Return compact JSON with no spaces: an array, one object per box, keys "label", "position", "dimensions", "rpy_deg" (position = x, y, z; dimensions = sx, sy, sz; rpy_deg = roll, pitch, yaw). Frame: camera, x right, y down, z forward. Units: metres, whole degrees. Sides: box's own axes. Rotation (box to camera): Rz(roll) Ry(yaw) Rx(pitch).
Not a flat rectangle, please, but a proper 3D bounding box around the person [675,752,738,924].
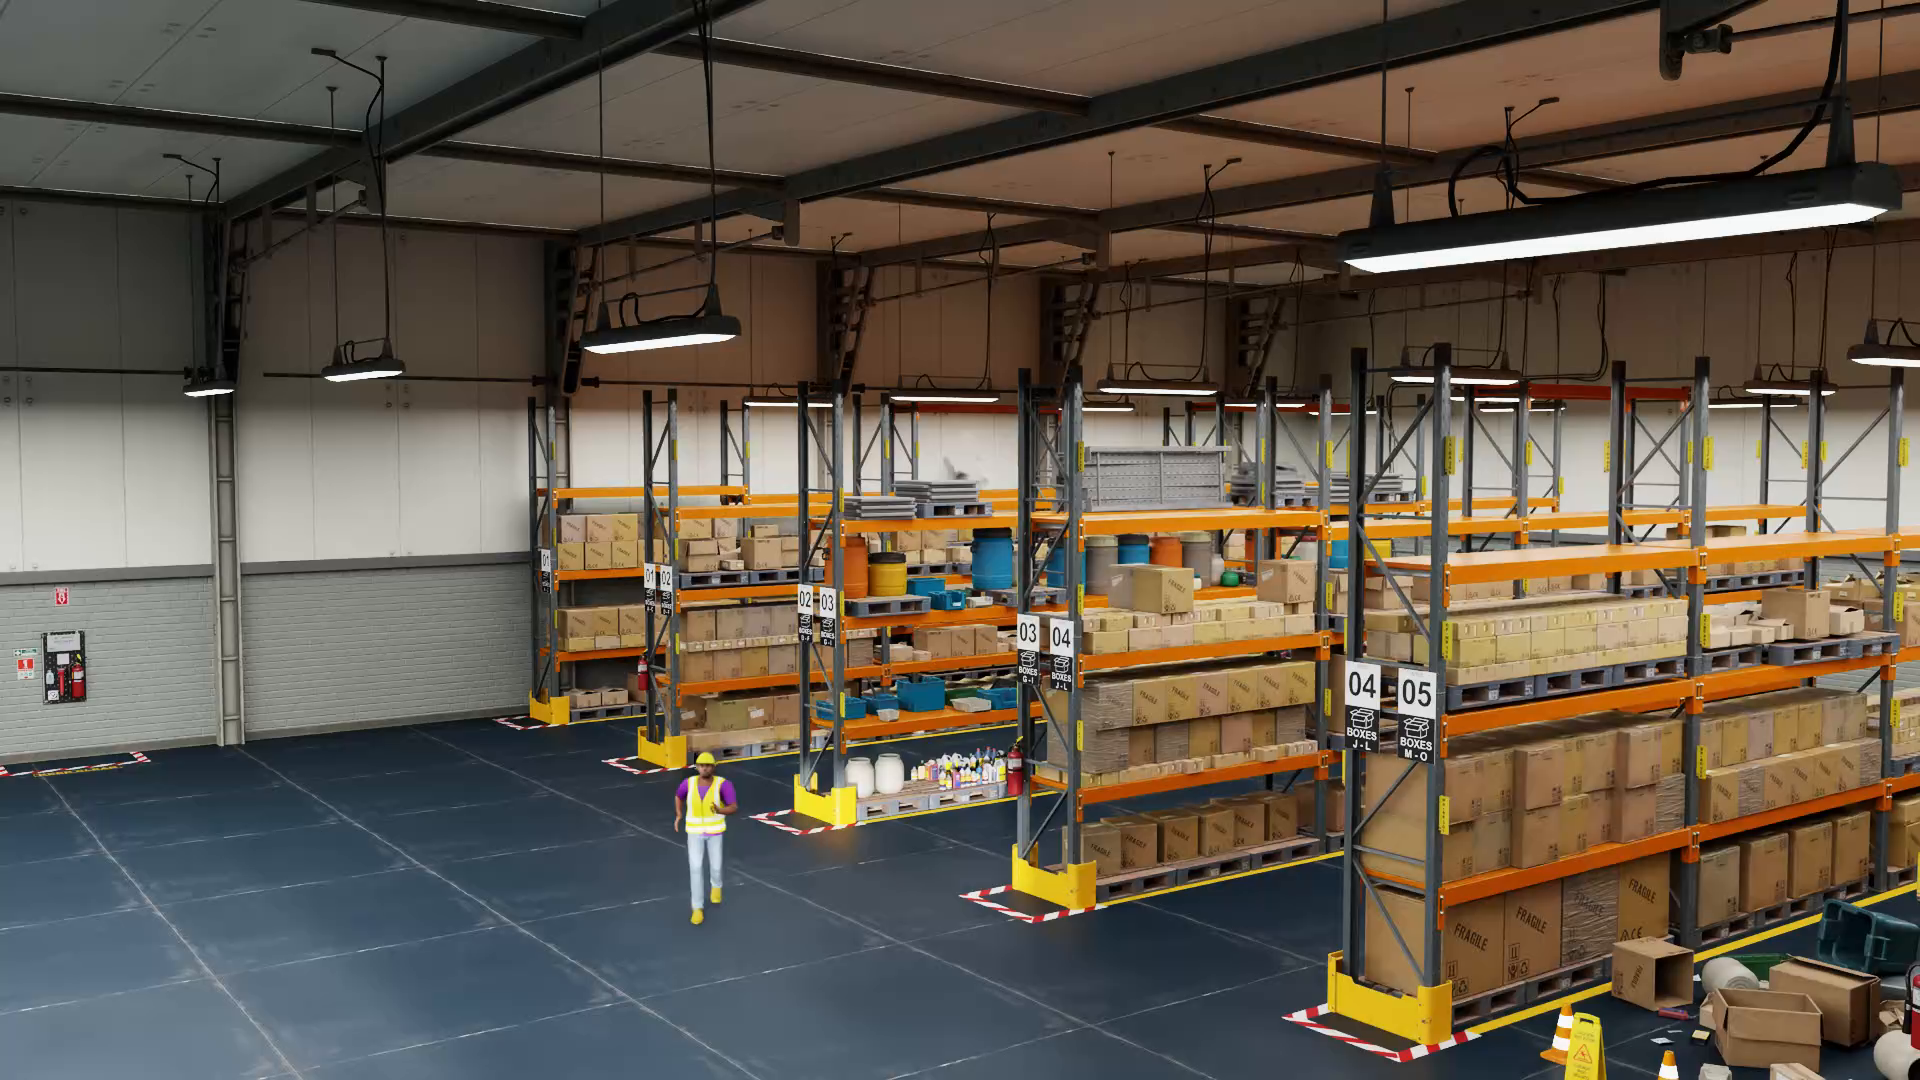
[{"label":"person","position":[-2.765,3.183,18.097],"dimensions":[0.699,1.759,0.980],"rpy_deg":[0,3,-4]}]
